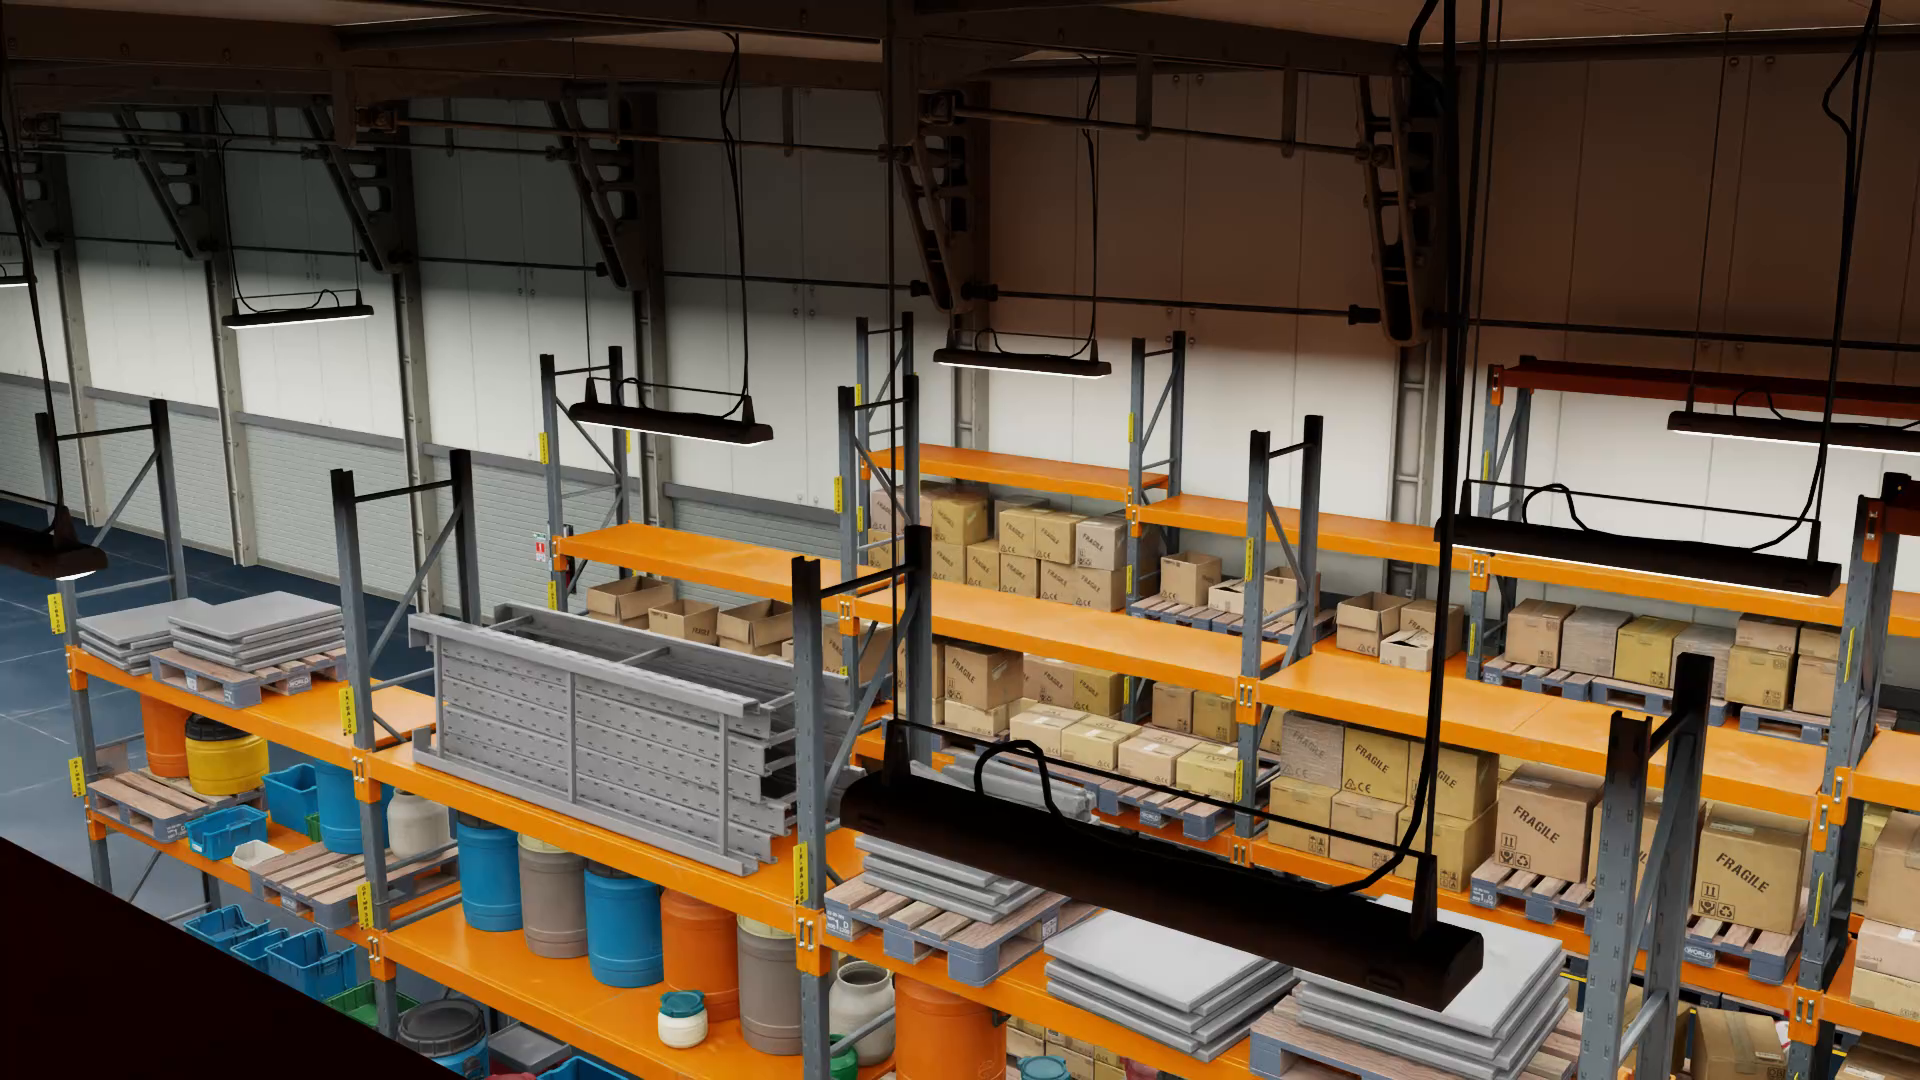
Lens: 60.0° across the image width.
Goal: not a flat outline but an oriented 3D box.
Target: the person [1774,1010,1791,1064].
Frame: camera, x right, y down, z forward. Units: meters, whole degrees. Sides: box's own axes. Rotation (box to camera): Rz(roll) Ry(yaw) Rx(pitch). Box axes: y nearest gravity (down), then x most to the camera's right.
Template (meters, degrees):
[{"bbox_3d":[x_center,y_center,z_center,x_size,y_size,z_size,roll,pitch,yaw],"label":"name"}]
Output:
[{"bbox_3d":[6.284,4.309,12.730,0.468,1.791,0.602,2,13,11],"label":"person"}]
